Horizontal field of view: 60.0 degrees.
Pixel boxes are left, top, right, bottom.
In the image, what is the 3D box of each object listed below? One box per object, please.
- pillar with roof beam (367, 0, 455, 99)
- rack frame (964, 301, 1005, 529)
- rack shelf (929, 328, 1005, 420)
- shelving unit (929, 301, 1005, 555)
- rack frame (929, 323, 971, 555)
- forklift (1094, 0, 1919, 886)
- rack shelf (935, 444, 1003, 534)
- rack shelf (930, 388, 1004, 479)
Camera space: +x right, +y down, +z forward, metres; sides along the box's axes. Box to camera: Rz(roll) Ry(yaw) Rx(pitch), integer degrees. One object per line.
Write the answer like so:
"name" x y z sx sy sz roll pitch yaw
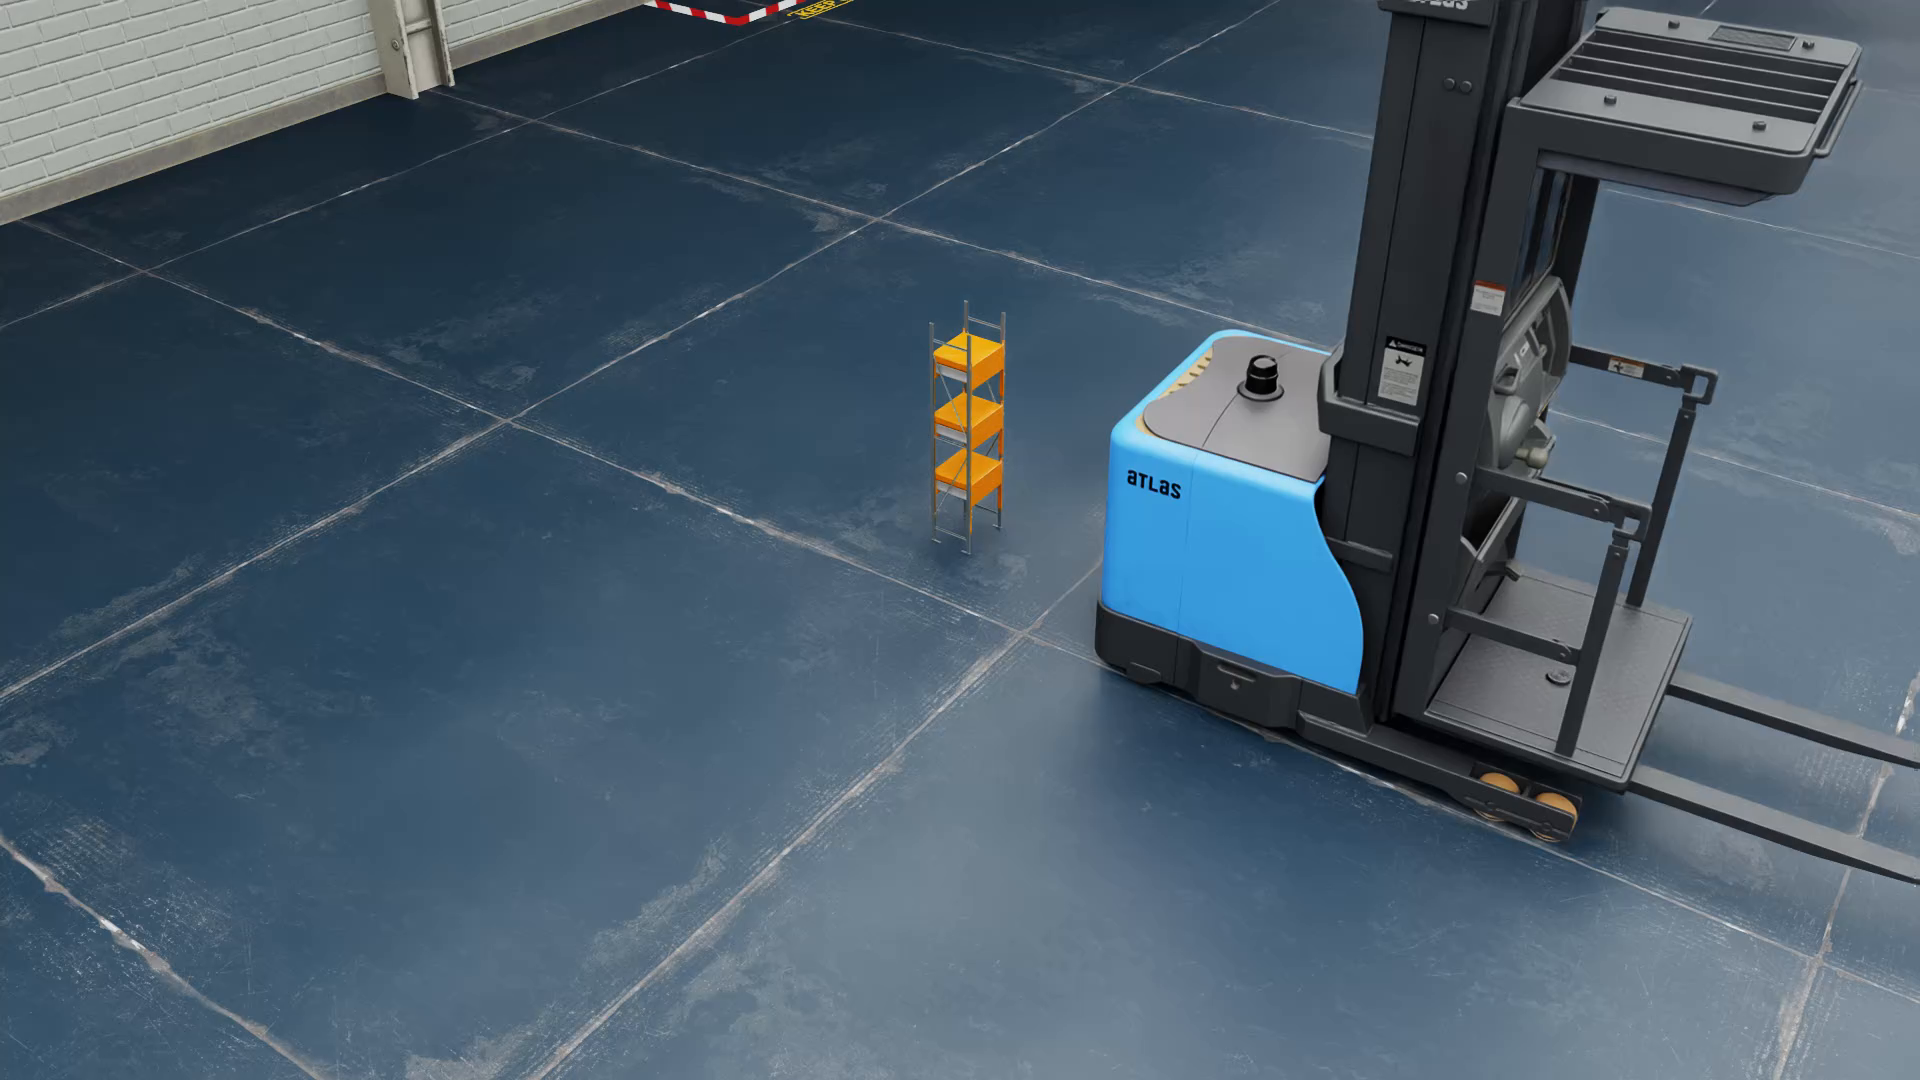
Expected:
"pillar with roof beam" -0.399 -5.650 7.572 9.100 9.000 0.400 21 39 28
"rack frame" 0.100 -0.516 7.075 0.200 1.050 0.008 21 39 28
"rack shelf" 0.031 -0.686 6.839 0.215 0.259 0.240 21 39 28
"shelving unit" 0.031 -0.460 6.992 0.215 1.050 0.252 21 39 28
"rack frame" -0.039 -0.403 6.909 0.200 1.050 0.008 21 39 28
"forklift" 2.051 -0.519 5.401 3.031 2.935 1.130 19 38 26
"rack shelf" 0.031 -0.221 7.154 0.215 0.259 0.240 21 39 28
"rack shelf" 0.031 -0.451 6.998 0.215 0.259 0.240 21 39 28
